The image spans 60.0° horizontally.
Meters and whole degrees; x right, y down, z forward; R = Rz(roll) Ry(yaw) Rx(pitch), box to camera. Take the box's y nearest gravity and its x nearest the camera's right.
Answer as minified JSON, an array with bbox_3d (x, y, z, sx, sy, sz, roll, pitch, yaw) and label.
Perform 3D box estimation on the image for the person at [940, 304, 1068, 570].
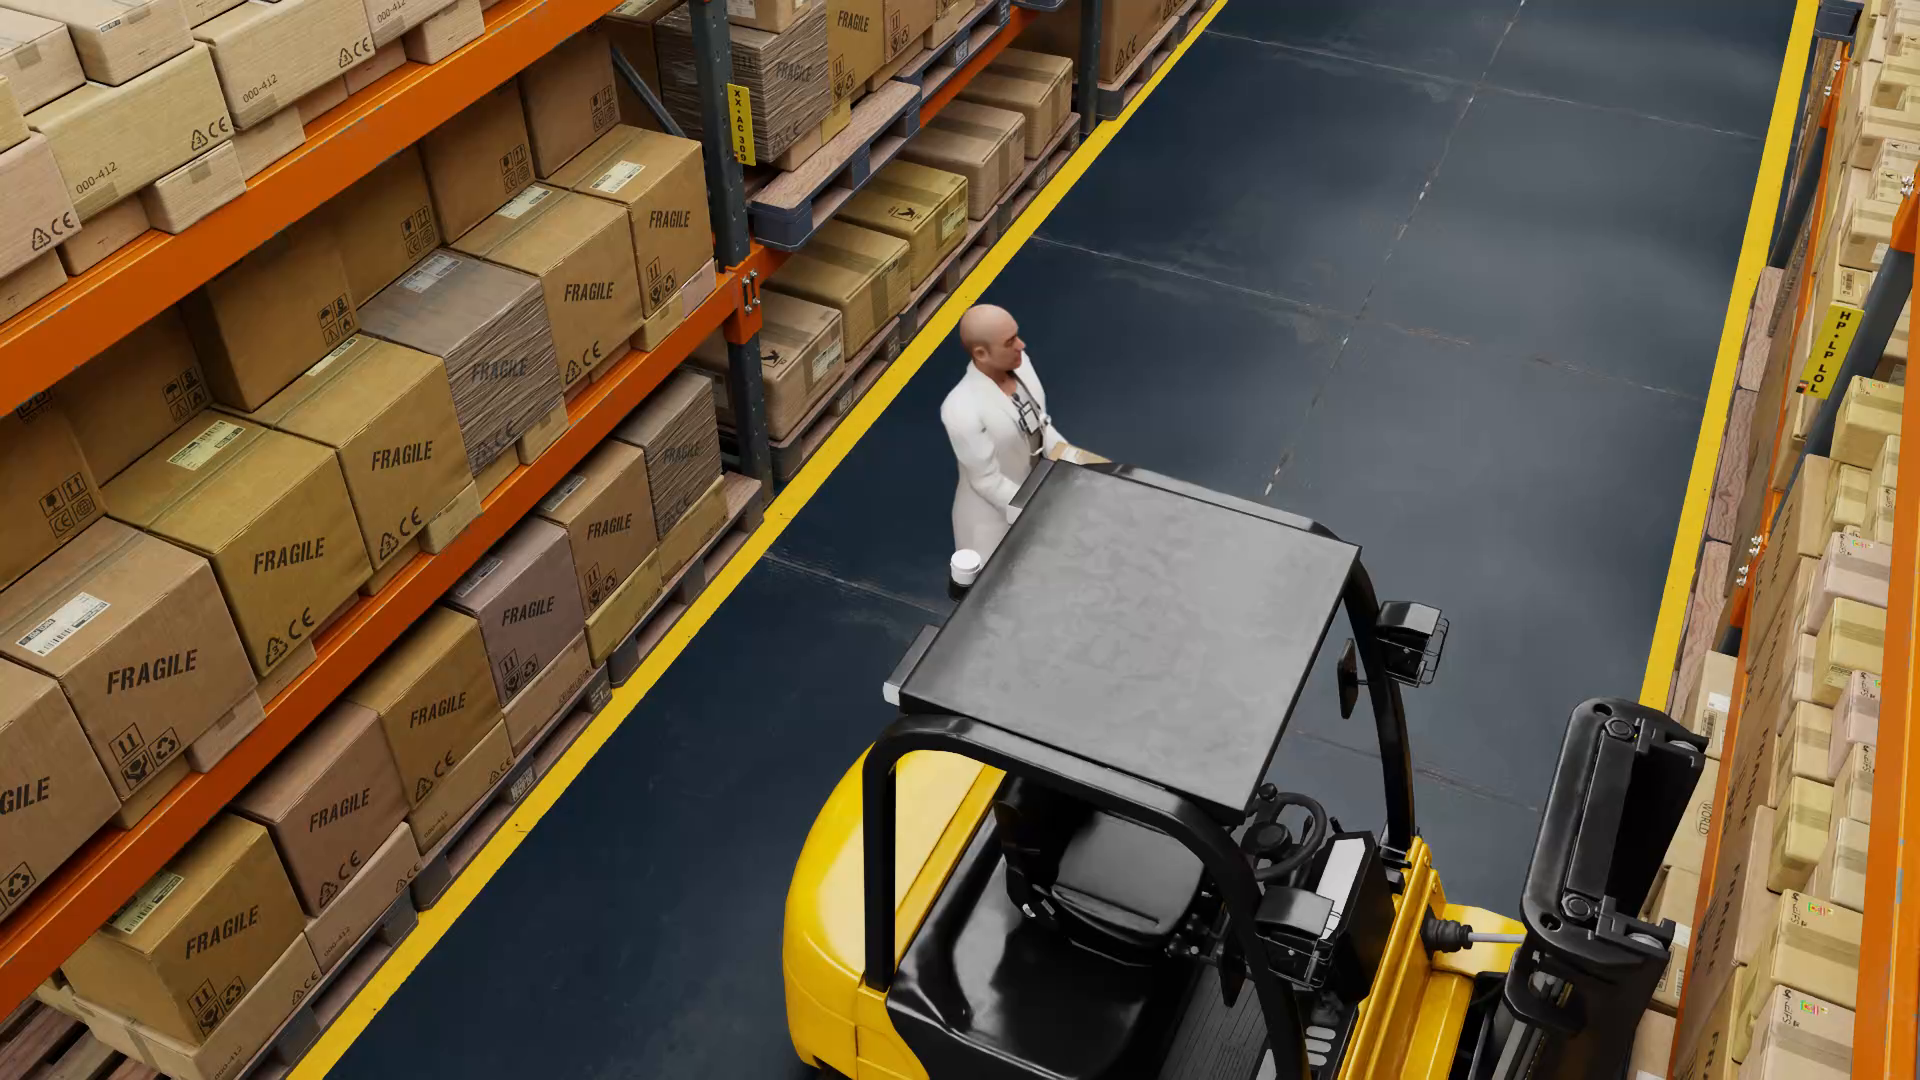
[{"bbox_3d":[0.250,-0.078,6.263,0.563,1.769,0.529,17,44,19],"label":"person"}]
